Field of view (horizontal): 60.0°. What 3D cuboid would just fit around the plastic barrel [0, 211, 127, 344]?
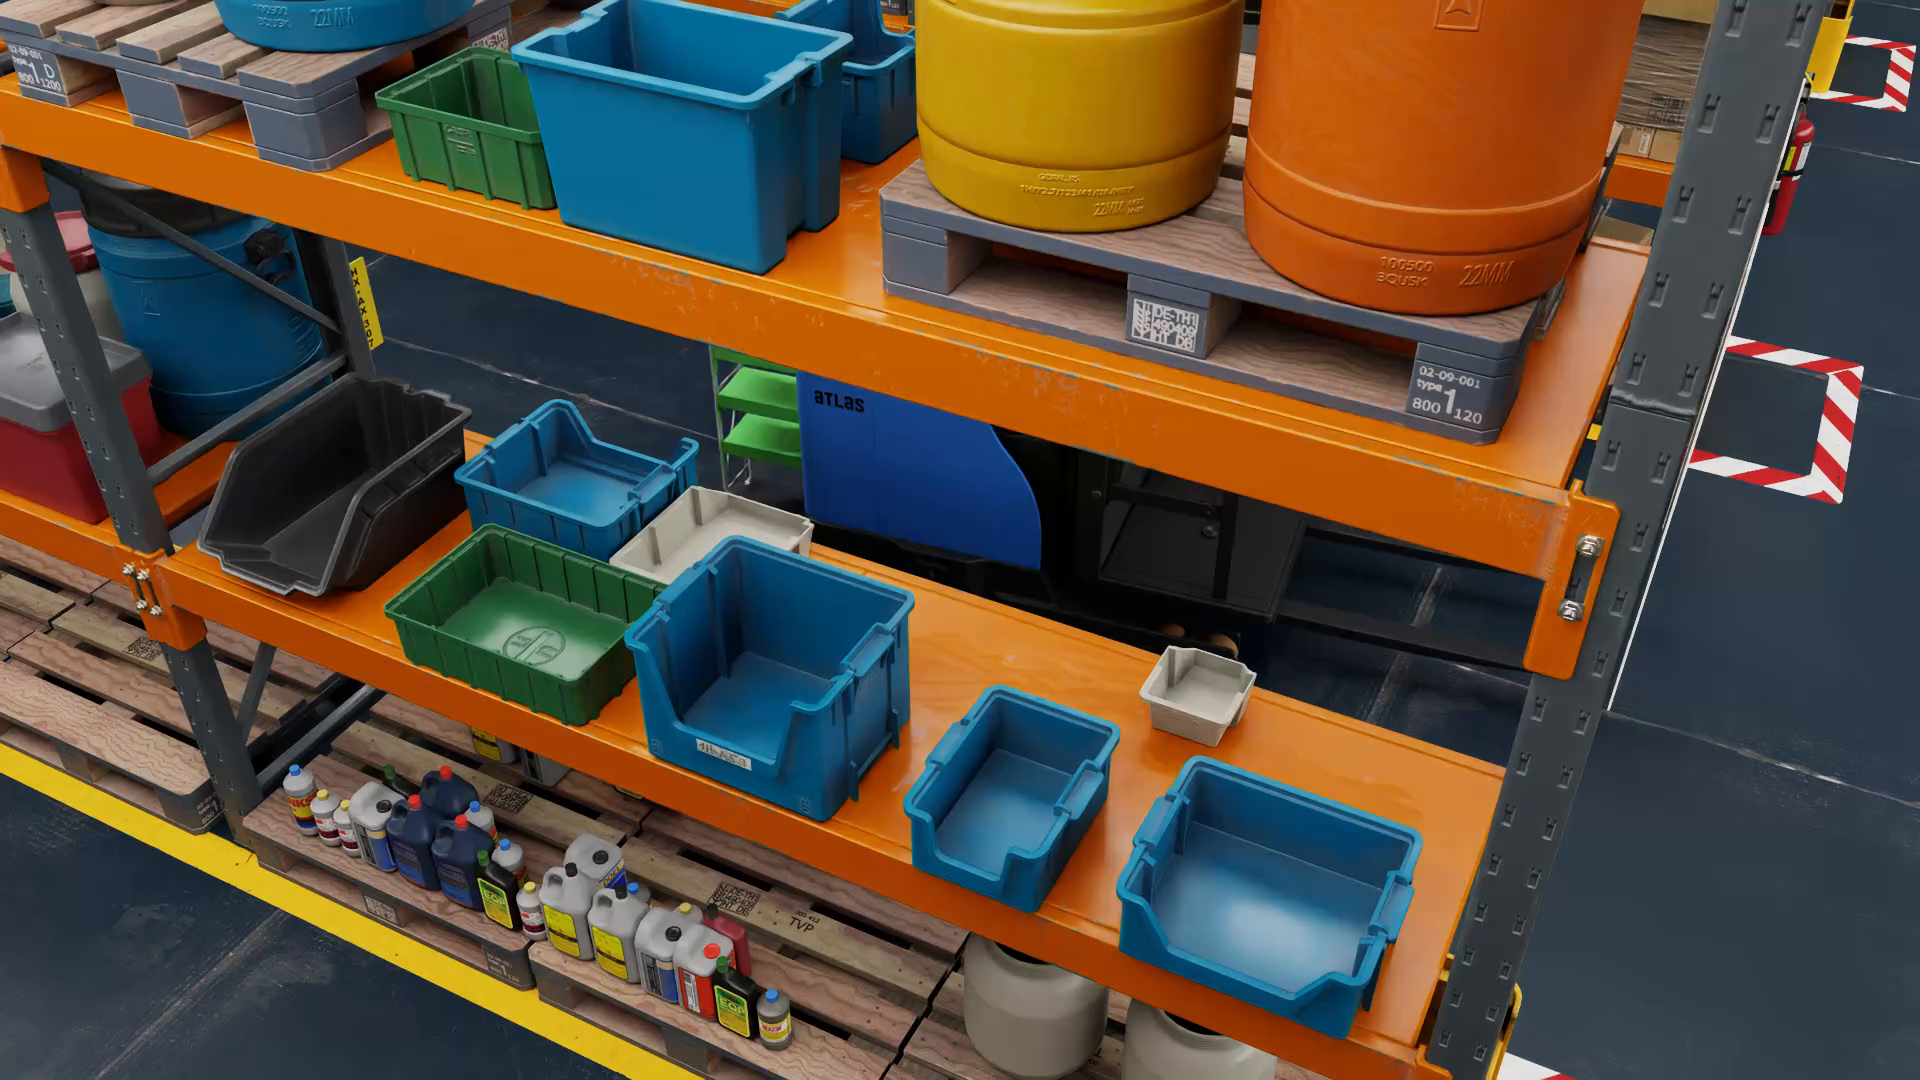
[{"bbox_3d":[-3.014,-0.818,5.735,0.433,0.535,0.433,0,37,0],"label":"plastic barrel"}]

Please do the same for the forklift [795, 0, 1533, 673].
[{"bbox_3d":[0.914,-0.997,6.139,3.031,2.935,1.130,12,39,16],"label":"forklift"}]

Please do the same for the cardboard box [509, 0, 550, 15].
[{"bbox_3d":[-2.455,-3.318,10.223,0.500,0.250,0.500,22,42,26],"label":"cardboard box"}]

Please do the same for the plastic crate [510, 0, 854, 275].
[{"bbox_3d":[-0.545,-0.825,3.388,0.575,0.384,0.392,17,41,21],"label":"plastic crate"}]

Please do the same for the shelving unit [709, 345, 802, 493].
[{"bbox_3d":[-0.773,-0.641,7.102,0.503,1.200,0.258,12,39,16],"label":"shelving unit"}]

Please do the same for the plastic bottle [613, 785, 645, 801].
[{"bbox_3d":[-1.128,0.756,5.656,0.133,0.283,0.061,17,41,21],"label":"plastic bottle"}]

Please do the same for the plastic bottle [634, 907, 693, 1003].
[{"bbox_3d":[-0.880,1.243,5.021,0.135,0.276,0.152,16,40,20],"label":"plastic bottle"}]

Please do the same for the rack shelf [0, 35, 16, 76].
[{"bbox_3d":[-4.041,-1.845,5.313,4.000,0.370,1.077,17,41,21],"label":"rack shelf"}]

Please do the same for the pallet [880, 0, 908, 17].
[{"bbox_3d":[-0.599,-3.254,9.214,1.213,0.211,1.003,17,41,21],"label":"pallet"}]

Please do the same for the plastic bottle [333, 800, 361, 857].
[{"bbox_3d":[-2.003,0.939,5.482,0.097,0.201,0.097,0,37,0],"label":"plastic bottle"}]

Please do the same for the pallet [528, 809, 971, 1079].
[{"bbox_3d":[-0.601,1.278,5.392,1.213,0.211,1.003,17,41,21],"label":"pallet"}]

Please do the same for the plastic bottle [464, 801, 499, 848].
[{"bbox_3d":[-1.555,0.954,5.405,0.097,0.271,0.097,0,37,0],"label":"plastic bottle"}]

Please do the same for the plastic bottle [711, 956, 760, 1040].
[{"bbox_3d":[-0.658,1.341,4.886,0.133,0.283,0.061,18,41,23],"label":"plastic bottle"}]

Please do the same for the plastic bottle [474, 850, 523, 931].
[{"bbox_3d":[-1.444,1.094,5.210,0.133,0.283,0.061,19,41,23],"label":"plastic bottle"}]

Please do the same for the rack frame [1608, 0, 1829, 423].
[{"bbox_3d":[1.287,-1.658,1.991,0.127,3.000,1.000,17,41,21],"label":"rack frame"}]

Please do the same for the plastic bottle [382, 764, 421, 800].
[{"bbox_3d":[-1.836,0.868,5.508,0.133,0.283,0.061,17,41,21],"label":"plastic bottle"}]

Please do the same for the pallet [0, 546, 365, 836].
[{"bbox_3d":[-2.980,0.533,6.374,1.213,0.211,1.003,17,41,21],"label":"pallet"}]

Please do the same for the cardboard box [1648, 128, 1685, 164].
[{"bbox_3d":[3.216,-1.796,7.343,0.250,0.149,0.380,17,41,21],"label":"cardboard box"}]

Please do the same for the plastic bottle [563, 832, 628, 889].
[{"bbox_3d":[-1.148,1.061,5.261,0.135,0.276,0.152,17,41,21],"label":"plastic bottle"}]

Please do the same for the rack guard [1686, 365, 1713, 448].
[{"bbox_3d":[3.497,-0.953,8.092,0.348,0.500,1.175,17,41,21],"label":"rack guard"}]

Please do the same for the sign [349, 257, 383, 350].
[{"bbox_3d":[-2.002,-0.783,5.572,0.005,0.325,0.100,17,41,21],"label":"sign"}]

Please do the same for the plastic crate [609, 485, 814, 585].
[{"bbox_3d":[-0.707,0.040,4.934,0.437,0.136,0.530,17,41,21],"label":"plastic crate"}]

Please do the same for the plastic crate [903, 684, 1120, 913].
[{"bbox_3d":[0.131,0.629,4.064,0.408,0.251,0.499,17,41,21],"label":"plastic crate"}]

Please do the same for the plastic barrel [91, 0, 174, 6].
[{"bbox_3d":[-1.973,-1.562,3.906,0.421,0.512,0.421,0,37,0],"label":"plastic barrel"}]

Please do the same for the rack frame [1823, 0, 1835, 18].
[{"bbox_3d":[5.935,-4.562,10.779,0.127,3.000,1.000,17,41,21],"label":"rack frame"}]

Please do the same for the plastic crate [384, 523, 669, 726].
[{"bbox_3d":[-1.190,0.233,4.637,0.662,0.188,0.450,17,41,21],"label":"plastic crate"}]

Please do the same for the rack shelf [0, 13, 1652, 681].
[{"bbox_3d":[-0.489,-0.733,3.848,4.000,0.370,1.077,17,41,21],"label":"rack shelf"}]

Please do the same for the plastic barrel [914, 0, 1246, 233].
[{"bbox_3d":[0.216,-0.954,3.042,0.600,0.588,0.600,0,37,0],"label":"plastic barrel"}]

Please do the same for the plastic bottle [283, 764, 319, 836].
[{"bbox_3d":[-2.184,0.855,5.535,0.097,0.271,0.097,0,37,0],"label":"plastic bottle"}]

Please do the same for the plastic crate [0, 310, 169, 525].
[{"bbox_3d":[-2.836,-0.376,5.212,0.583,0.464,0.402,17,41,21],"label":"plastic crate"}]

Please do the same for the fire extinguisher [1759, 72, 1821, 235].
[{"bbox_3d":[3.454,-1.617,6.964,0.183,0.674,0.296,17,41,21],"label":"fire extinguisher"}]

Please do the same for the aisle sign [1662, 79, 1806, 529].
[{"bbox_3d":[1.485,-0.441,3.200,0.004,0.787,0.394,17,41,21],"label":"aisle sign"}]

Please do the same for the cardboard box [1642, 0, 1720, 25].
[{"bbox_3d":[2.962,-2.504,6.912,0.500,0.500,0.500,17,41,21],"label":"cardboard box"}]

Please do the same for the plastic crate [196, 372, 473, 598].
[{"bbox_3d":[-1.859,-0.142,5.007,0.504,0.338,0.767,17,41,21],"label":"plastic crate"}]

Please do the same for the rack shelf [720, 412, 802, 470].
[{"bbox_3d":[-0.773,-0.399,7.286,0.480,0.148,0.258,12,39,16],"label":"rack shelf"}]

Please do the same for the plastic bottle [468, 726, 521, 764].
[{"bbox_3d":[-1.627,0.601,5.804,0.185,0.351,0.144,17,41,21],"label":"plastic bottle"}]

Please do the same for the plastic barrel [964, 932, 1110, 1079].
[{"bbox_3d":[0.222,1.274,4.801,0.421,0.512,0.421,0,37,0],"label":"plastic barrel"}]

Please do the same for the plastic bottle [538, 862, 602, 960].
[{"bbox_3d":[-1.194,1.117,5.124,0.185,0.351,0.144,17,40,21],"label":"plastic bottle"}]

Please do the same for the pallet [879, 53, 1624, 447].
[{"bbox_3d":[0.597,-0.670,3.327,1.213,0.211,1.003,17,41,21],"label":"pallet"}]

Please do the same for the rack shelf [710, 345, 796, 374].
[{"bbox_3d":[-0.773,-0.781,6.996,0.480,0.148,0.258,12,39,16],"label":"rack shelf"}]

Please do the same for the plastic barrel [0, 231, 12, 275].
[{"bbox_3d":[-3.665,-1.022,6.003,0.433,0.535,0.433,0,37,0],"label":"plastic barrel"}]

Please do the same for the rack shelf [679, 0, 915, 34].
[{"bbox_3d":[-1.763,-3.309,9.723,4.000,0.370,1.077,17,41,21],"label":"rack shelf"}]

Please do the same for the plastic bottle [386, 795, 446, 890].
[{"bbox_3d":[-1.739,0.947,5.349,0.185,0.351,0.144,18,41,23],"label":"plastic bottle"}]

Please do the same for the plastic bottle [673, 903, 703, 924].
[{"bbox_3d":[-0.839,1.200,5.138,0.097,0.201,0.097,0,37,0],"label":"plastic bottle"}]

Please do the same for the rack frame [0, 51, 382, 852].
[{"bbox_3d":[-2.265,-0.380,5.270,0.127,3.000,1.000,17,41,21],"label":"rack frame"}]
